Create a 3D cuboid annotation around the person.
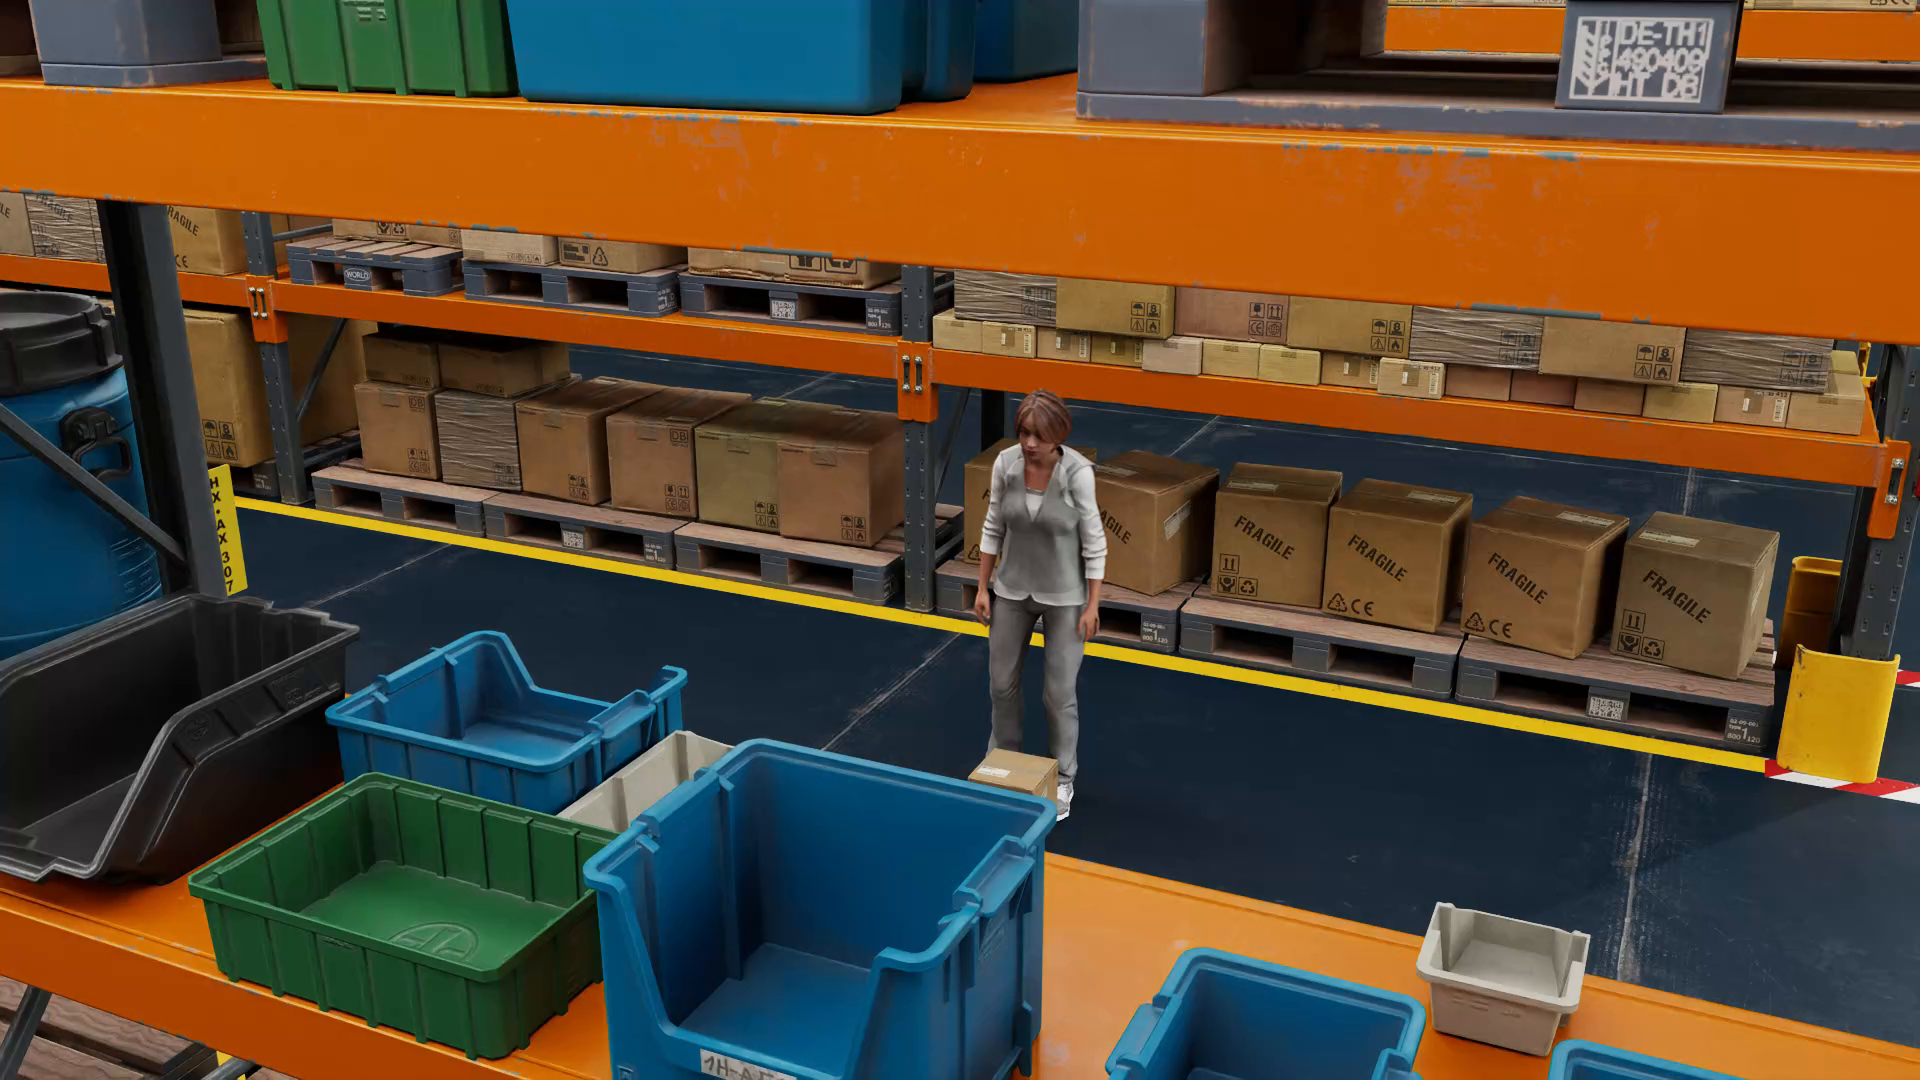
[{"bbox_3d":[-8.360,-3.210,9.075,19.576,6.000,24.600,8,21,21],"label":"person"}]
